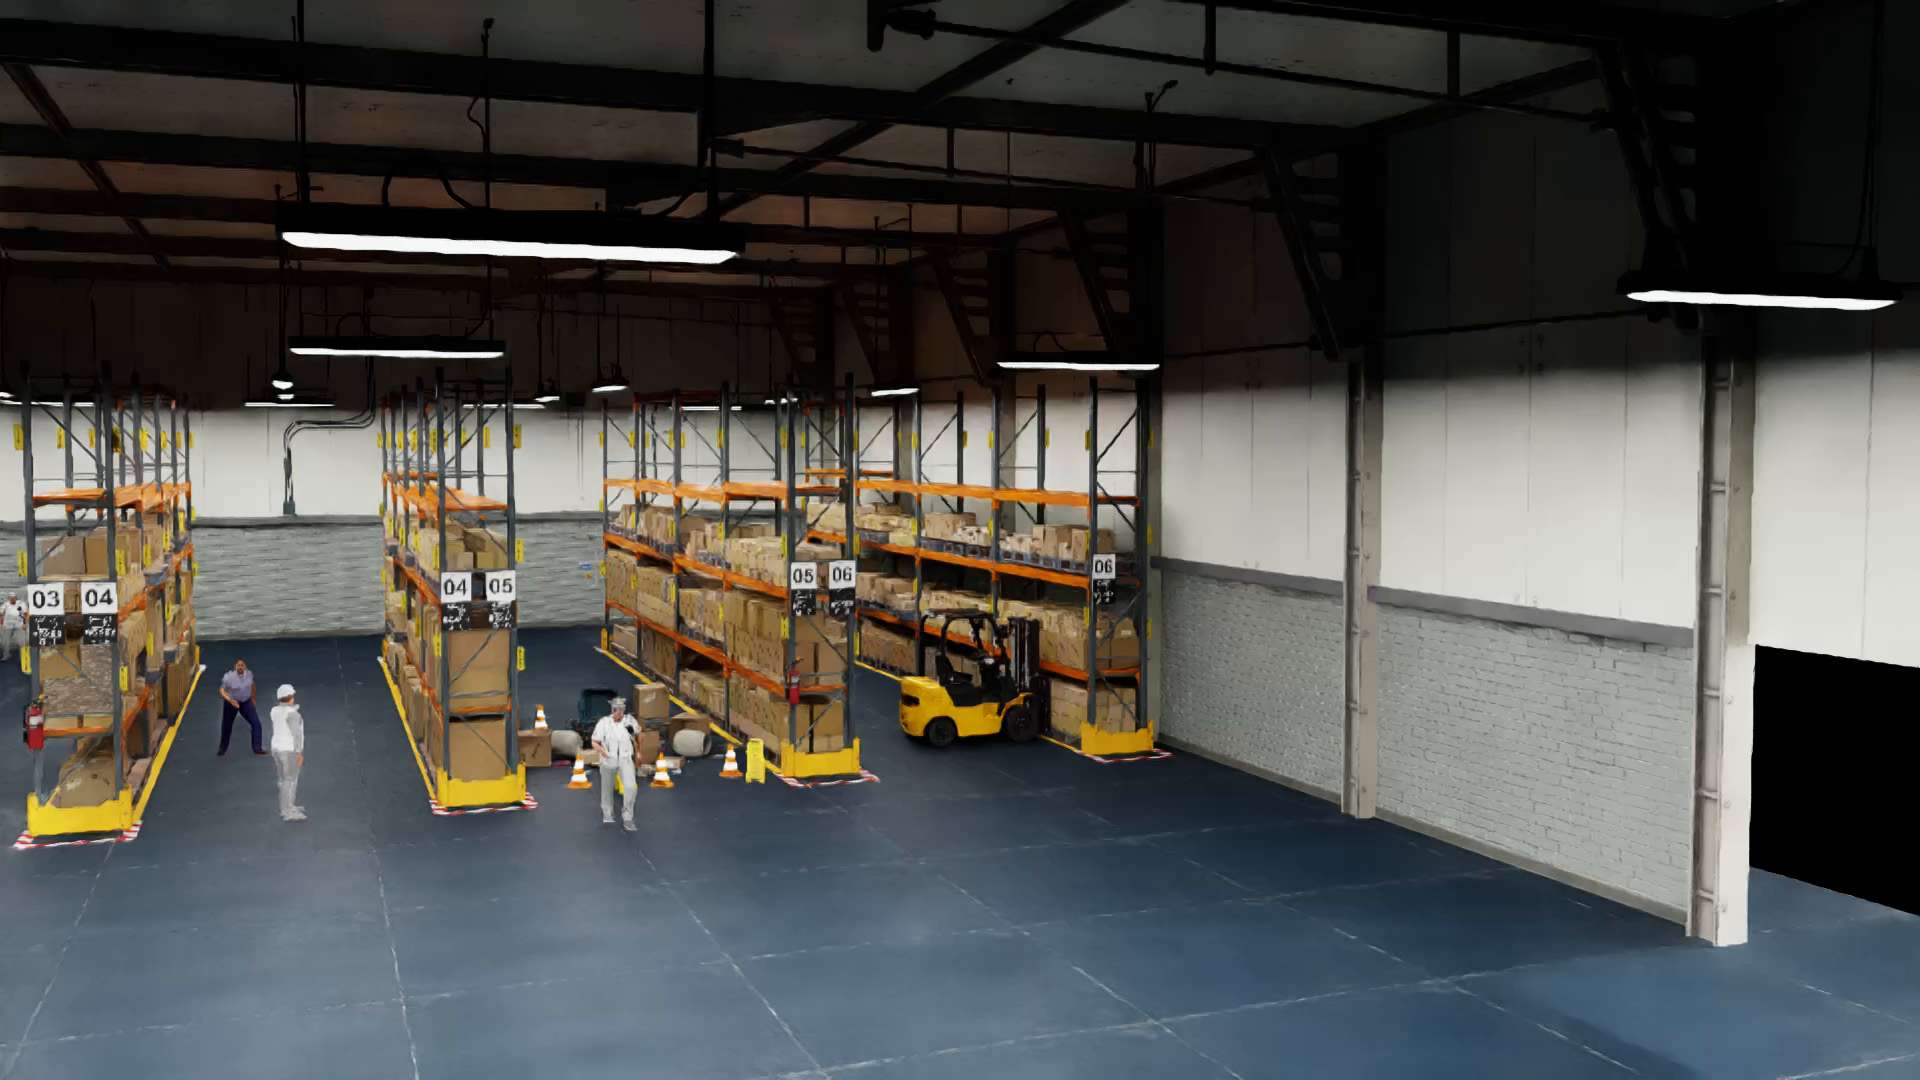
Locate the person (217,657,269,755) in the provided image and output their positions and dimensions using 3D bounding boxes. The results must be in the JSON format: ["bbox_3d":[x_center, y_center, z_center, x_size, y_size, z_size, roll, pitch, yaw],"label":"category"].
[{"bbox_3d":[-11.424,2.618,26.387,0.656,1.581,0.818,-3,4,-38],"label":"person"}]

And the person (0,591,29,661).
[{"bbox_3d":[-21.336,1.950,37.502,0.625,1.611,0.574,-2,4,-24],"label":"person"}]

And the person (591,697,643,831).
[{"bbox_3d":[-4.430,2.857,21.510,0.686,1.709,0.867,-1,4,-16],"label":"person"}]

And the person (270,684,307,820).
[{"bbox_3d":[-8.845,2.778,21.987,0.584,1.776,0.450,3,4,38],"label":"person"}]
